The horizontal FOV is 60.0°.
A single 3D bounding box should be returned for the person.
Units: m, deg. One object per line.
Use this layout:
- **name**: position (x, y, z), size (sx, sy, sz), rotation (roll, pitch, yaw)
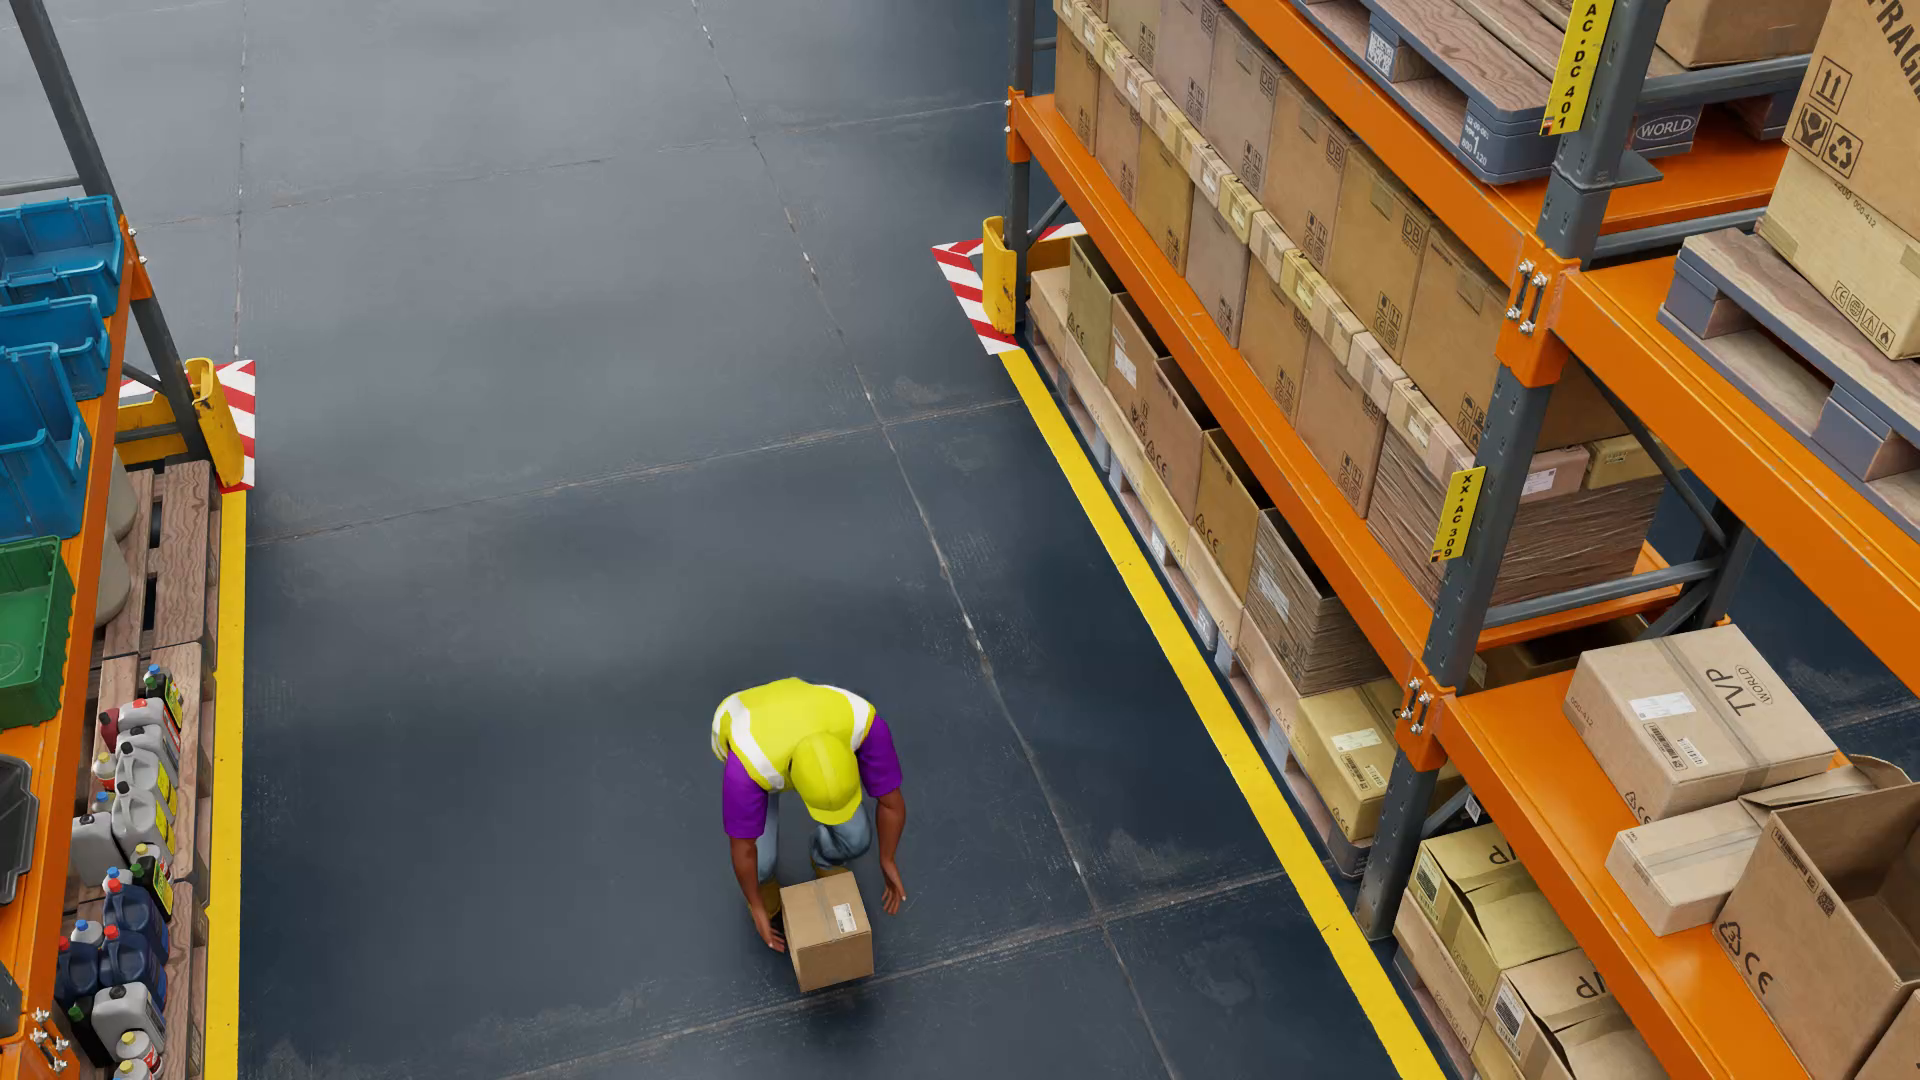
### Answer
- **person**: position (-0.522, 0.858, 5.648), size (0.612, 1.156, 0.852), rotation (-12, 43, -13)
